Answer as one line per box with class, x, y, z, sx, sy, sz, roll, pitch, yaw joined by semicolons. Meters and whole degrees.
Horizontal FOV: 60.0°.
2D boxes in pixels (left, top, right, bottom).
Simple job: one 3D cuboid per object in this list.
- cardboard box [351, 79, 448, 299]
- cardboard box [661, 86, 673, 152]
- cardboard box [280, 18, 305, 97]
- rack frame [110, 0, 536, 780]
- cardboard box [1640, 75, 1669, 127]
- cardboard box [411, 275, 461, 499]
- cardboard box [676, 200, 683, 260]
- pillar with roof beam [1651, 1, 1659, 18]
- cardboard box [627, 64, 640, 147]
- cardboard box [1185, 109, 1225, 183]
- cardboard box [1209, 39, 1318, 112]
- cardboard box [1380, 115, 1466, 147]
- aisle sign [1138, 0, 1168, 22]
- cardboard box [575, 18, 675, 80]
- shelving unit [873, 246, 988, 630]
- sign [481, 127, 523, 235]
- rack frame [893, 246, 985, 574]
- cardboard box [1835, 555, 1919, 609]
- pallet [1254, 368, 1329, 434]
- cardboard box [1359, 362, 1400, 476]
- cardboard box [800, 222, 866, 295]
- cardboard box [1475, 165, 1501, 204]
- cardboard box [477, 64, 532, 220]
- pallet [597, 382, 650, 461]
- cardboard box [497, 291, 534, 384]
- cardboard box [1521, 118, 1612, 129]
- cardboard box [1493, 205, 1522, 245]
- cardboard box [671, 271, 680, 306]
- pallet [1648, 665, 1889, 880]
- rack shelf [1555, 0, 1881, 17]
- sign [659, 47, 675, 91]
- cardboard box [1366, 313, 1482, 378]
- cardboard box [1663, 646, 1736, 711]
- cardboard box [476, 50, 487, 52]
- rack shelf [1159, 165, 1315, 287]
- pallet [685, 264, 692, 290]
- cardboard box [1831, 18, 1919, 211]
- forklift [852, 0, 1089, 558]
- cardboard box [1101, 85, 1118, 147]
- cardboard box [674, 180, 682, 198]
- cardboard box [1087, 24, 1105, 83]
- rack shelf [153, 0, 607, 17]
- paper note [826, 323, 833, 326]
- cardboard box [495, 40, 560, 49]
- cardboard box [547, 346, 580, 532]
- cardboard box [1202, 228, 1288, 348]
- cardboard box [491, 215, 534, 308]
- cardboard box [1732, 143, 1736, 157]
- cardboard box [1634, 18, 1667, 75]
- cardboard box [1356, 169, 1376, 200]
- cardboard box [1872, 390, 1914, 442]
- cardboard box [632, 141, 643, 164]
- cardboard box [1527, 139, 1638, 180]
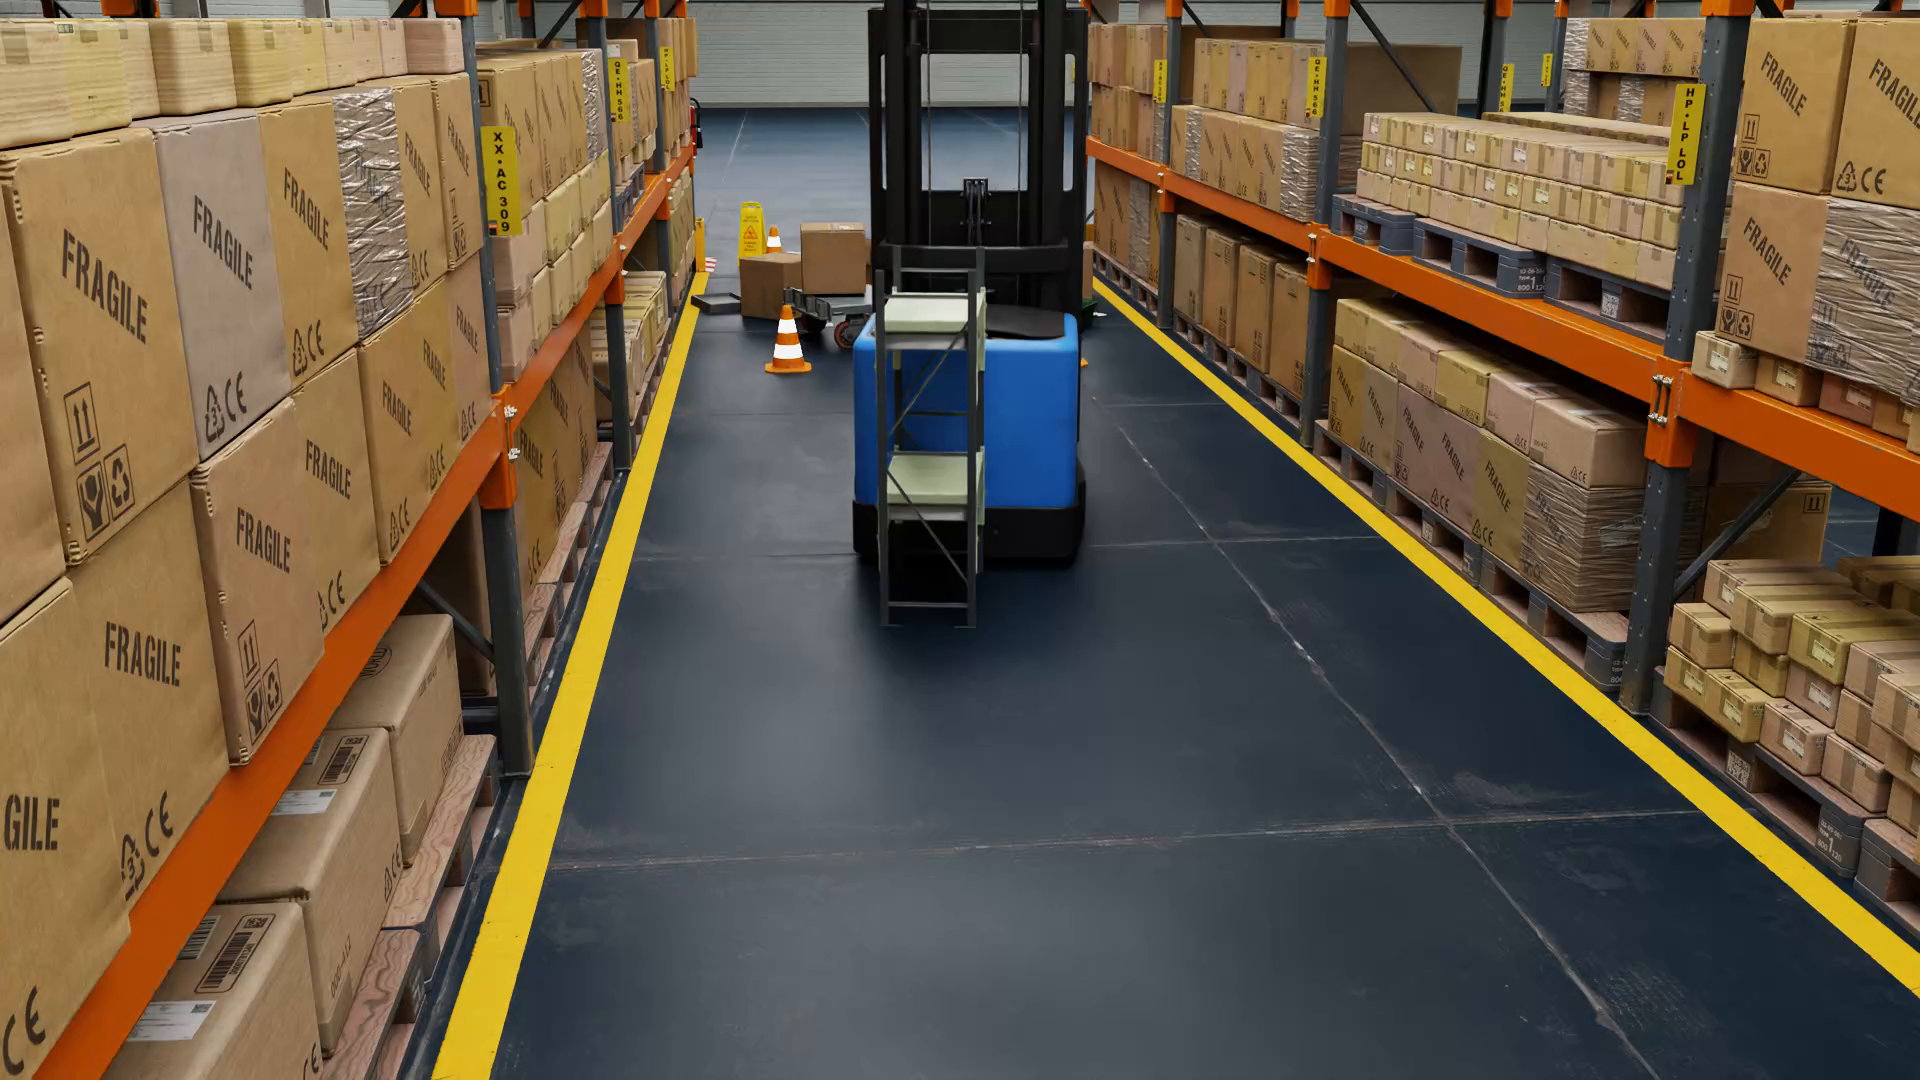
cardboard box;-1.586;-0.870;4.104;0.500;0.500;0.500;-2;18;-6
cardboard box;-2.546;-3.341;13.149;0.500;0.500;0.500;-2;18;-6
cardboard box;-1.496;-0.925;3.197;0.380;0.149;0.250;-2;18;-6
rack frame;-1.953;-0.628;5.171;1.000;3.000;0.127;-2;18;-6
cardboard box;6.915;-4.090;15.533;0.875;0.500;0.500;-2;18;-6
cardboard box;-1.593;-0.393;4.253;0.500;0.500;0.500;-2;18;-7
cardboard box;-2.638;-2.602;14.093;0.500;0.500;0.500;-1;17;-3
pillar with roof beam;15.003;-16.454;45.565;9.100;9.000;0.400;-2;18;-6
cardboard box;-2.348;-2.814;10.767;0.500;0.500;0.500;-2;18;-8
cardboard box;1.974;-2.927;12.327;0.500;0.500;0.500;-2;18;-5
cardboard box;2.247;-3.419;12.223;0.700;0.500;0.500;-2;18;-7
cardboard box;2.433;-2.144;8.723;0.380;0.149;0.250;-2;18;-7
aisle sign;2.013;-5.657;16.850;0.394;0.787;0.004;-2;18;-6
cardboard box;-2.608;-3.816;12.993;0.700;0.500;0.500;-2;18;-6
shelving unit;-0.114;-0.455;7.123;0.431;1.500;0.755;1;17;3
sign;-1.401;-1.097;5.086;0.100;0.325;0.005;-2;18;-6
rack frame;-0.093;-0.565;7.471;0.400;1.500;0.023;1;17;3
cardboard box;3.256;0.162;5.717;0.380;0.149;0.250;-1;17;-4
pallet;2.541;-0.910;10.723;1.003;0.211;1.213;-2;18;-6
cardboard box;2.422;-0.643;8.689;0.500;0.500;0.500;-2;17;-5
cardboard box;-1.011;-2.245;13.228;0.500;0.500;0.500;-2;18;-6
cardboard box;2.564;-1.612;7.524;0.380;0.149;0.250;-1;17;-4
cardboard box;-1.713;-1.293;5.452;0.500;0.500;0.500;-2;17;-5
pallet;-2.445;-0.723;10.127;1.003;0.211;1.213;-2;18;-6
cardboard box;-1.736;-0.696;5.637;0.500;0.250;0.500;-2;18;-7
cardboard box;3.105;-2.083;8.529;0.380;0.149;0.250;-1;17;-4
cardboard box;2.585;-1.392;7.322;0.380;0.149;0.250;-1;17;-3
cardboard box;-2.571;-2.085;13.699;0.500;0.250;0.500;-3;18;-8
pallet;3.064;0.718;5.538;1.003;0.211;1.213;-2;18;-6
rack shelf;6.873;-5.002;15.295;1.077;0.370;4.000;-2;18;-6
sign;-2.227;-3.583;12.648;0.100;0.325;0.005;-2;18;-6
cardboard box;2.430;-1.005;8.590;0.500;0.250;0.500;-2;18;-6
cardboard box;2.678;0.467;5.741;0.380;0.149;0.250;-3;18;-8
cardboard box;-2.497;-2.043;7.841;0.500;0.500;0.500;-2;18;-5
rack shelf;2.341;-2.256;11.556;1.077;0.370;4.000;-2;18;-6
pallet;-3.134;-2.608;16.130;1.003;0.211;1.213;-2;18;-6
cardboard box;2.833;-1.182;4.602;0.500;0.500;0.500;-2;18;-7
forklift;0.104;-1.705;8.715;1.130;2.935;3.031;1;17;3
cardboard box;1.817;-4.015;15.708;0.875;0.550;0.550;-2;18;-6
cardboard box;-2.609;-3.024;14.356;0.380;0.149;0.250;-1;17;-2
cardboard box;1.722;-4.862;16.602;0.875;0.550;0.550;-2;18;-6
rack shelf;-2.159;-2.312;6.728;1.077;0.370;4.000;-2;18;-6
paper note;-1.136;-1.806;13.879;0.148;0.019;0.142;-2;18;-6
cardboard box;-2.867;-3.240;11.042;0.380;0.149;0.250;-1;17;-3
cardboard box;-2.289;-0.533;7.712;0.875;0.875;0.875;-2;17;-5
cardboard box;2.384;-1.852;12.124;1.050;0.750;0.750;-2;18;-6
cardboard box;-1.718;-0.935;5.564;0.500;0.250;0.500;-2;18;-7
cardboard box;3.295;-1.541;6.804;0.380;0.149;0.250;-2;18;-6
cardboard box;6.607;-4.557;15.353;0.500;0.500;0.500;-2;18;-6
cardboard box;2.393;-1.944;9.080;0.380;0.149;0.250;-2;18;-6
cardboard box;2.866;-0.364;4.747;0.380;0.149;0.250;-3;18;-8
cardboard box;-2.360;-2.643;11.307;0.380;0.149;0.250;-2;18;-6
cardboard box;2.622;-1.598;6.985;0.380;0.149;0.250;-2;18;-7
